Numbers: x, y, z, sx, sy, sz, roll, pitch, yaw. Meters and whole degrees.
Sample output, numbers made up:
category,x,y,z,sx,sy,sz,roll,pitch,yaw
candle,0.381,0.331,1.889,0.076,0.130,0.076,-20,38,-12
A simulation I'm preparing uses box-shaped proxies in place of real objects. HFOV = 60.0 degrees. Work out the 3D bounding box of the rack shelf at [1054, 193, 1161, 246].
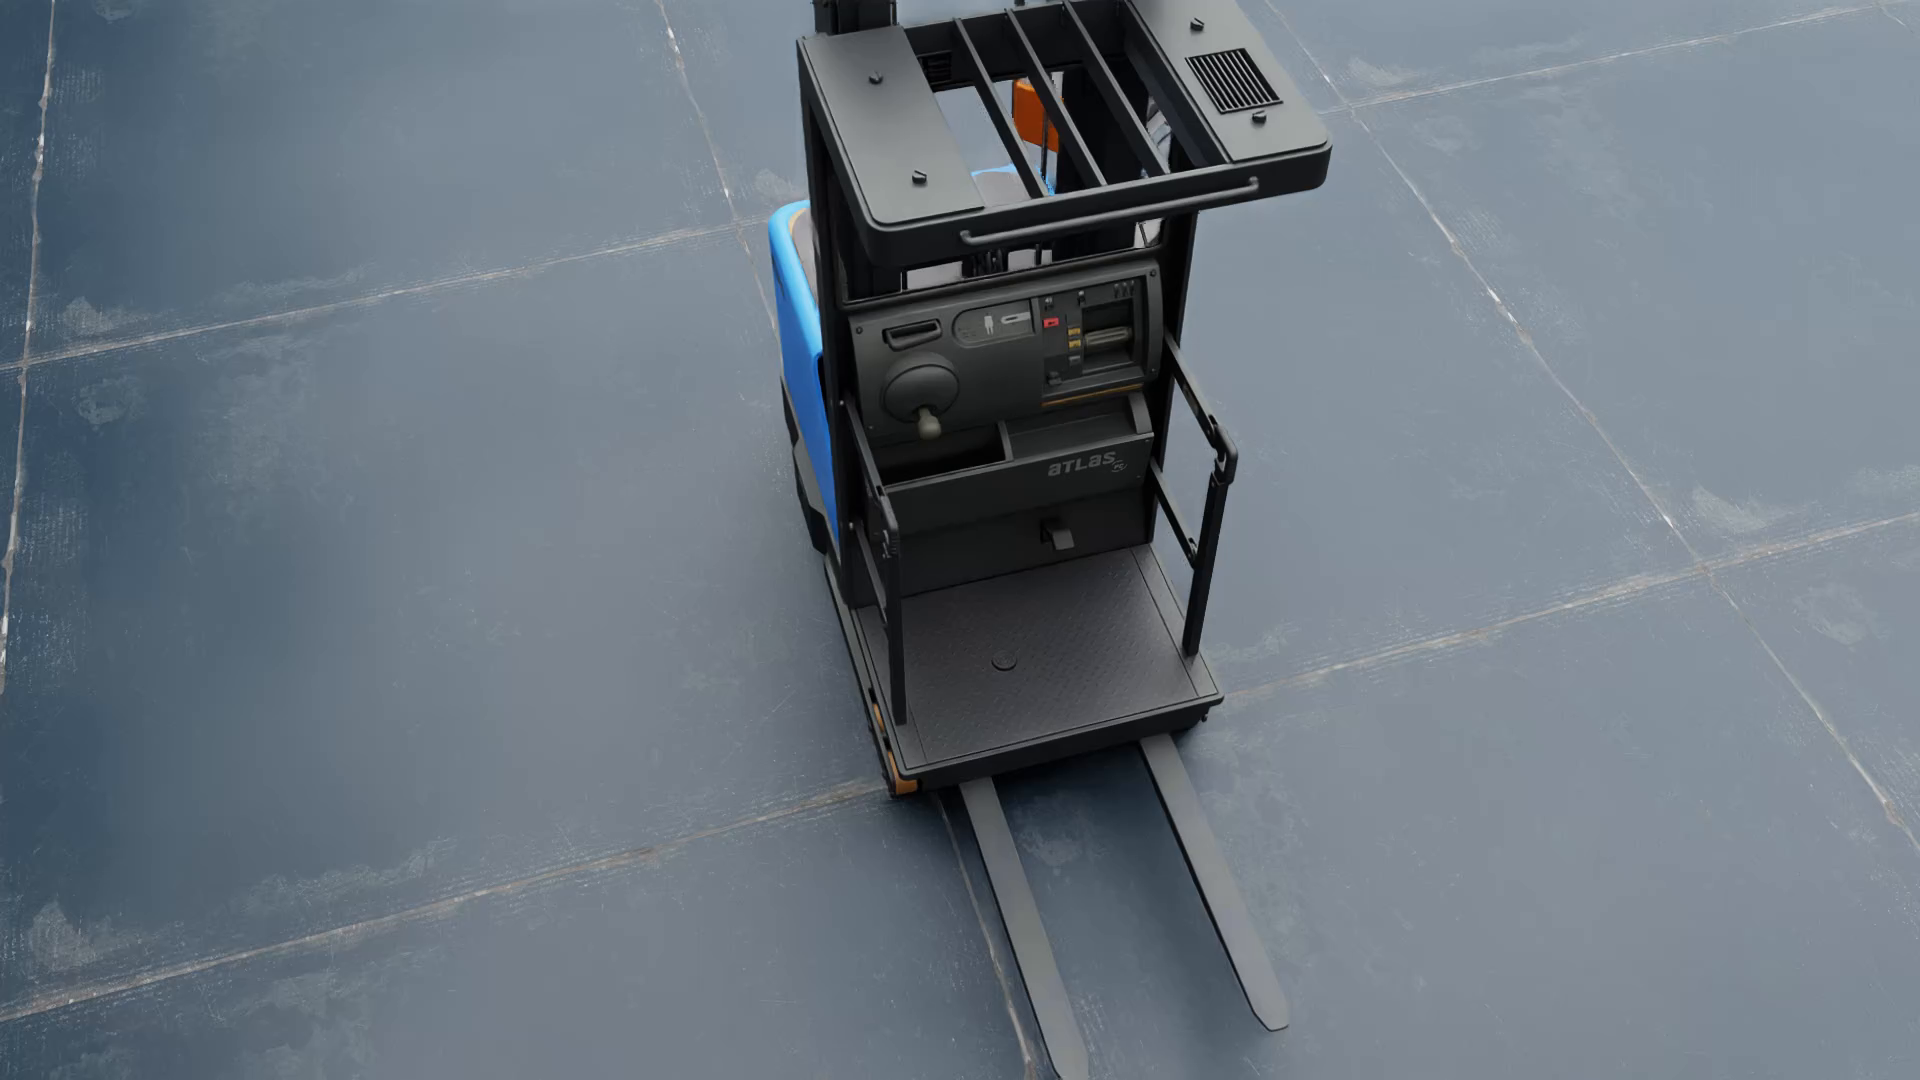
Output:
category,x,y,z,sx,sy,sz,roll,pitch,yaw
rack shelf,0.506,-1.078,6.719,0.480,0.518,0.431,26,55,20

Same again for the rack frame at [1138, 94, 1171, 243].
category,x,y,z,sx,sy,sz,roll,pitch,yaw
rack frame,0.712,-1.437,6.088,0.015,2.100,0.400,26,55,20

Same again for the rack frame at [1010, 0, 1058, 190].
category,x,y,z,sx,sy,sz,roll,pitch,yaw
rack frame,0.301,-1.639,6.258,0.015,2.100,0.400,26,55,20

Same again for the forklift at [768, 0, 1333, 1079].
category,x,y,z,sx,sy,sz,roll,pitch,yaw
forklift,0.207,-0.444,4.708,1.130,2.935,3.031,-12,51,-10

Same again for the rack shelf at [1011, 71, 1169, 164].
category,x,y,z,sx,sy,sz,roll,pitch,yaw
rack shelf,0.506,-1.529,6.183,0.480,0.518,0.431,26,55,20

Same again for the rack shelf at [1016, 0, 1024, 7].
category,x,y,z,sx,sy,sz,roll,pitch,yaw
rack shelf,0.506,-1.980,5.648,0.480,0.518,0.431,26,55,20

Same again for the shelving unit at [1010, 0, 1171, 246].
category,x,y,z,sx,sy,sz,roll,pitch,yaw
shelving unit,0.506,-1.538,6.173,0.503,2.100,0.431,26,55,20
